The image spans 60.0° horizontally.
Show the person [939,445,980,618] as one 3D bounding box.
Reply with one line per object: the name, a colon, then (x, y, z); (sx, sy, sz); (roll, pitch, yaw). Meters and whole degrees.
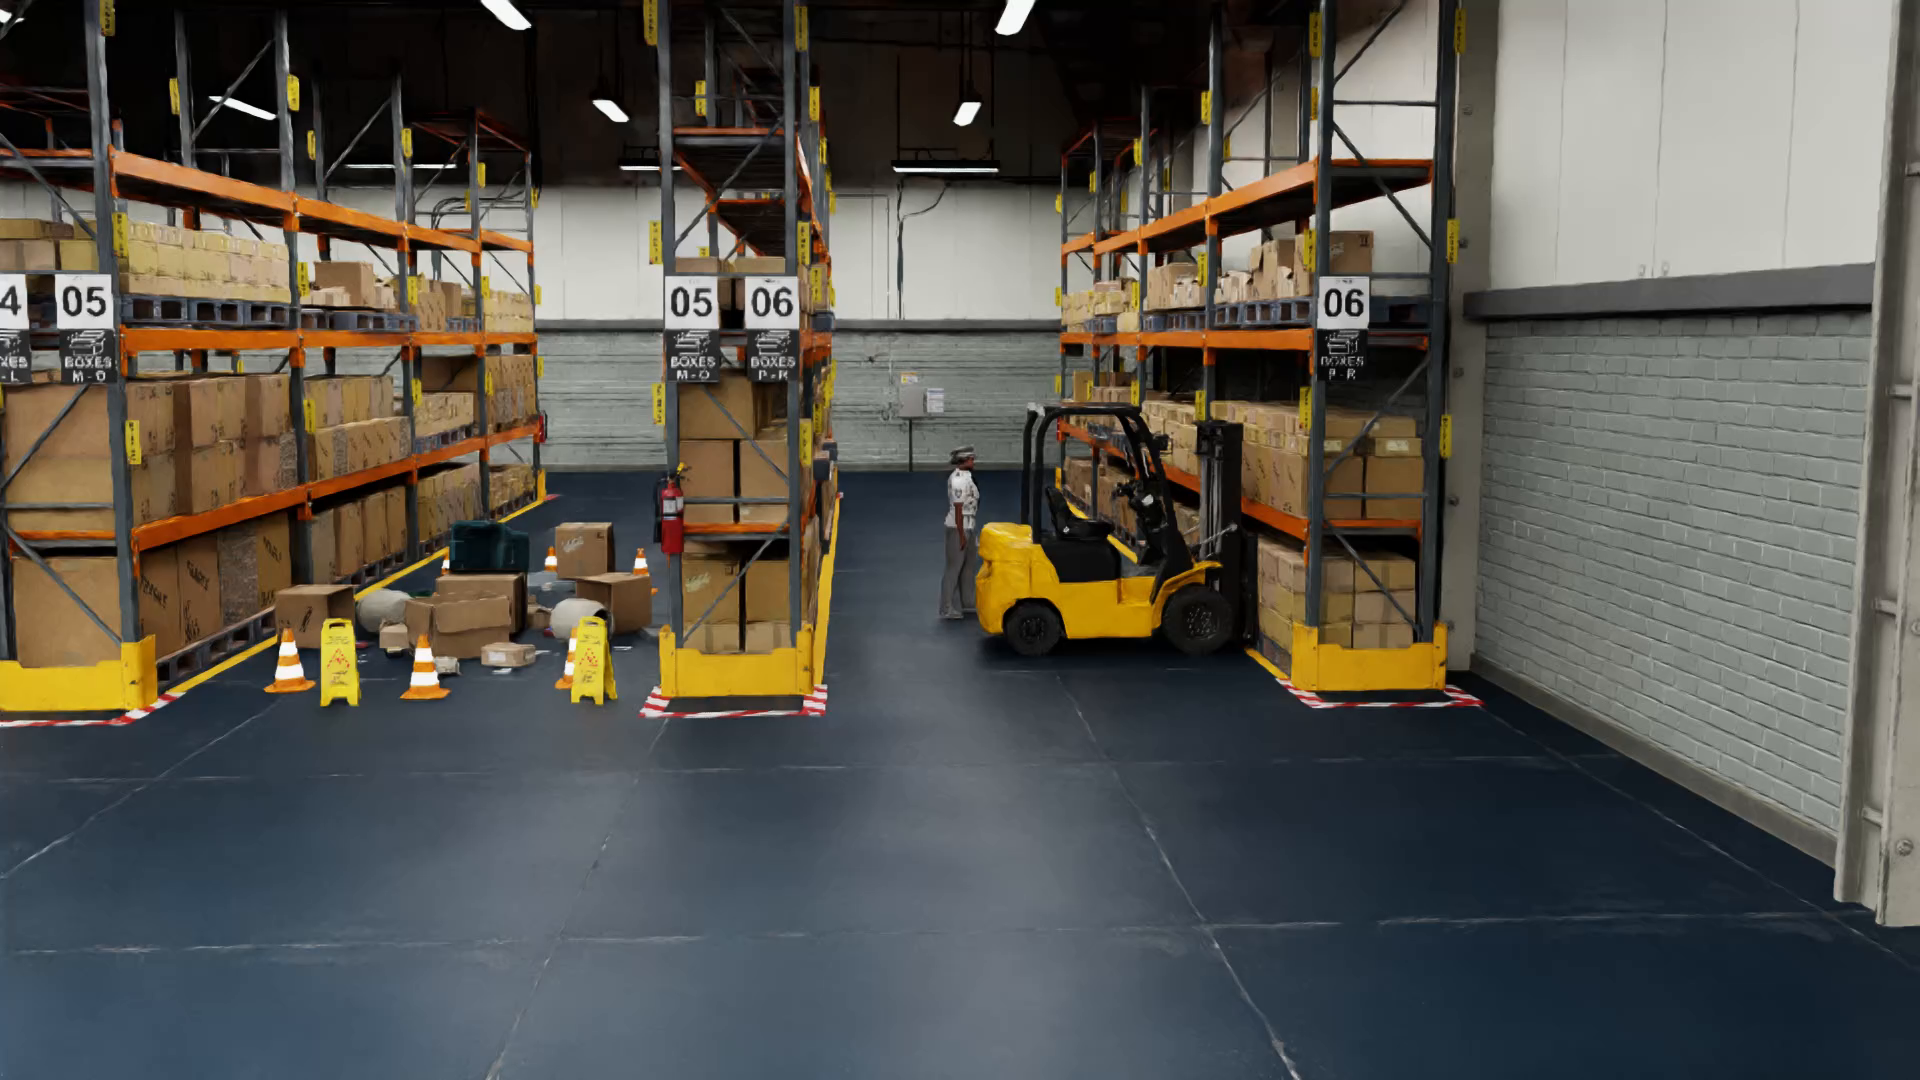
person: (0.048, -0.095, 16.306); (0.482, 1.672, 0.571); (1, 7, 8)
